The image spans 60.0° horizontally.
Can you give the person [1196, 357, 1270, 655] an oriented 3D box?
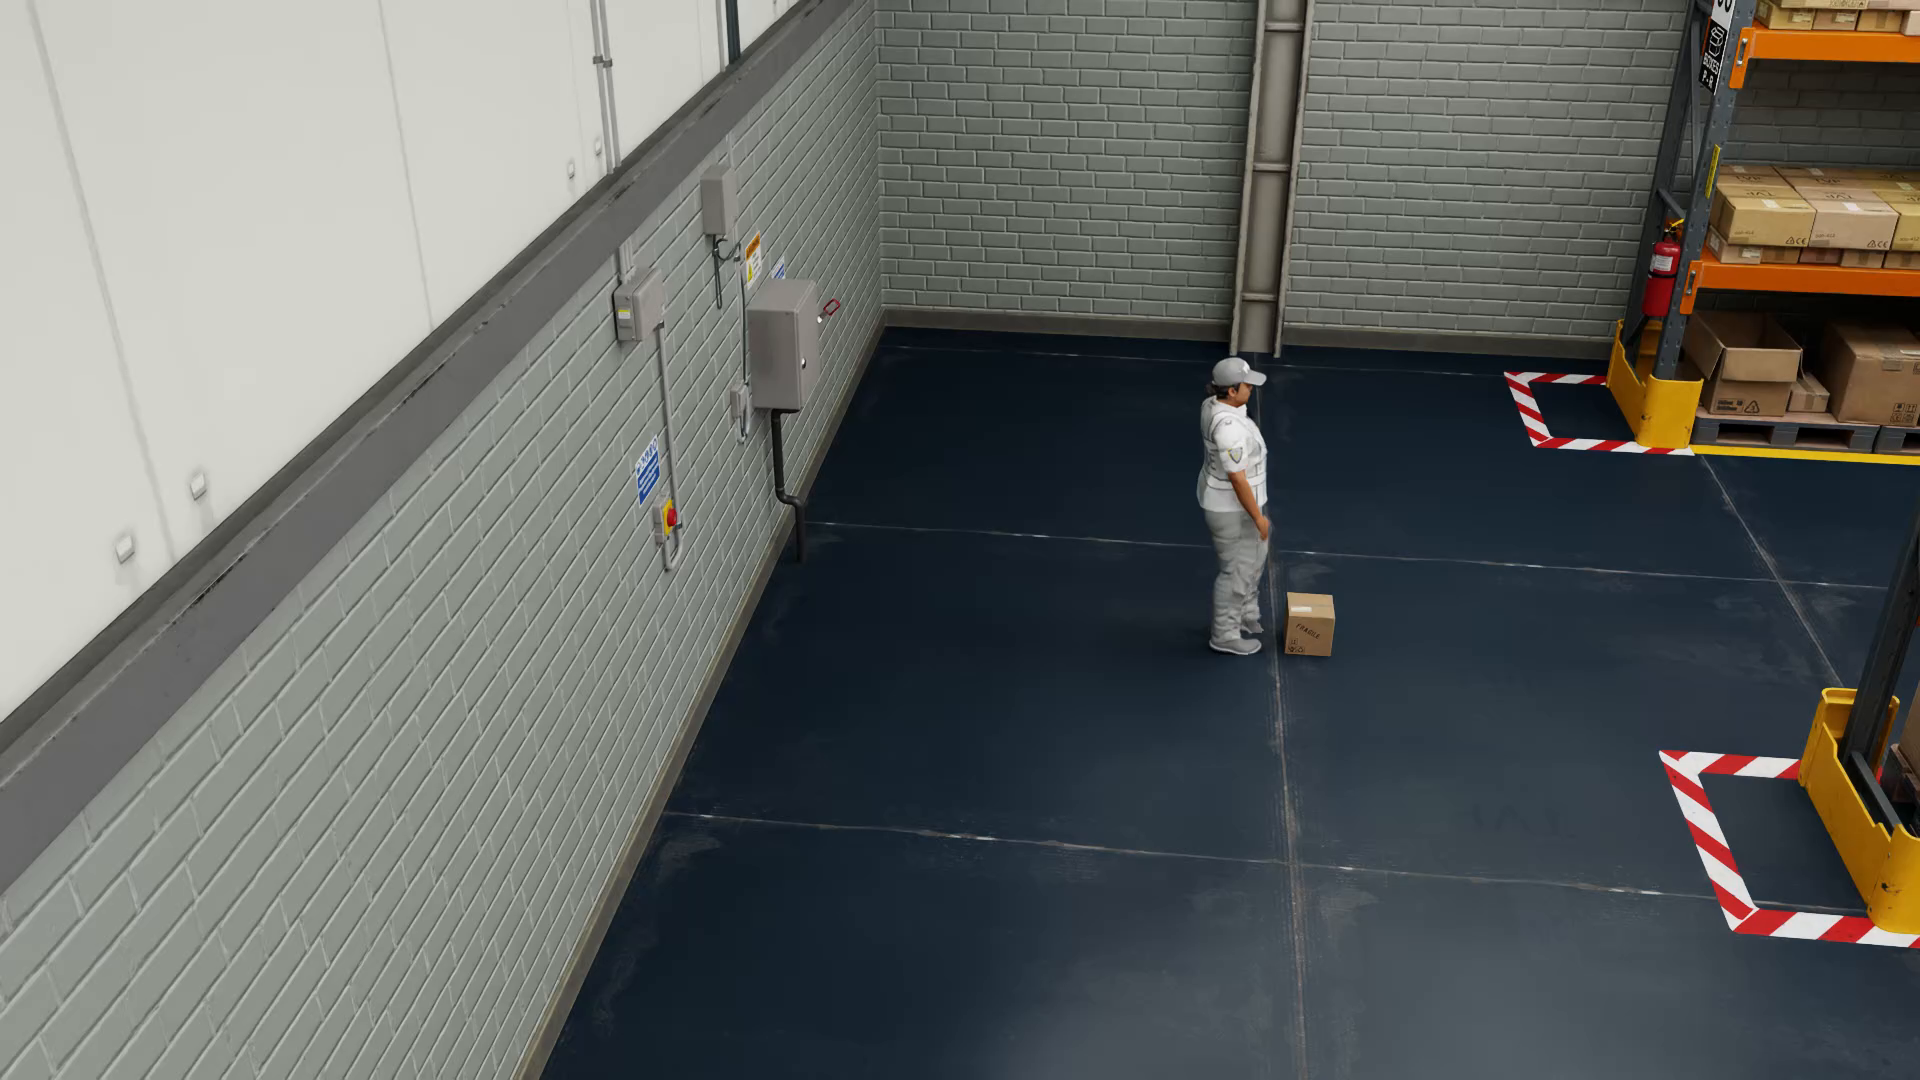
[{"bbox_3d":[1.519,-0.147,8.966,0.501,1.758,0.519,0,29,0],"label":"person"}]
